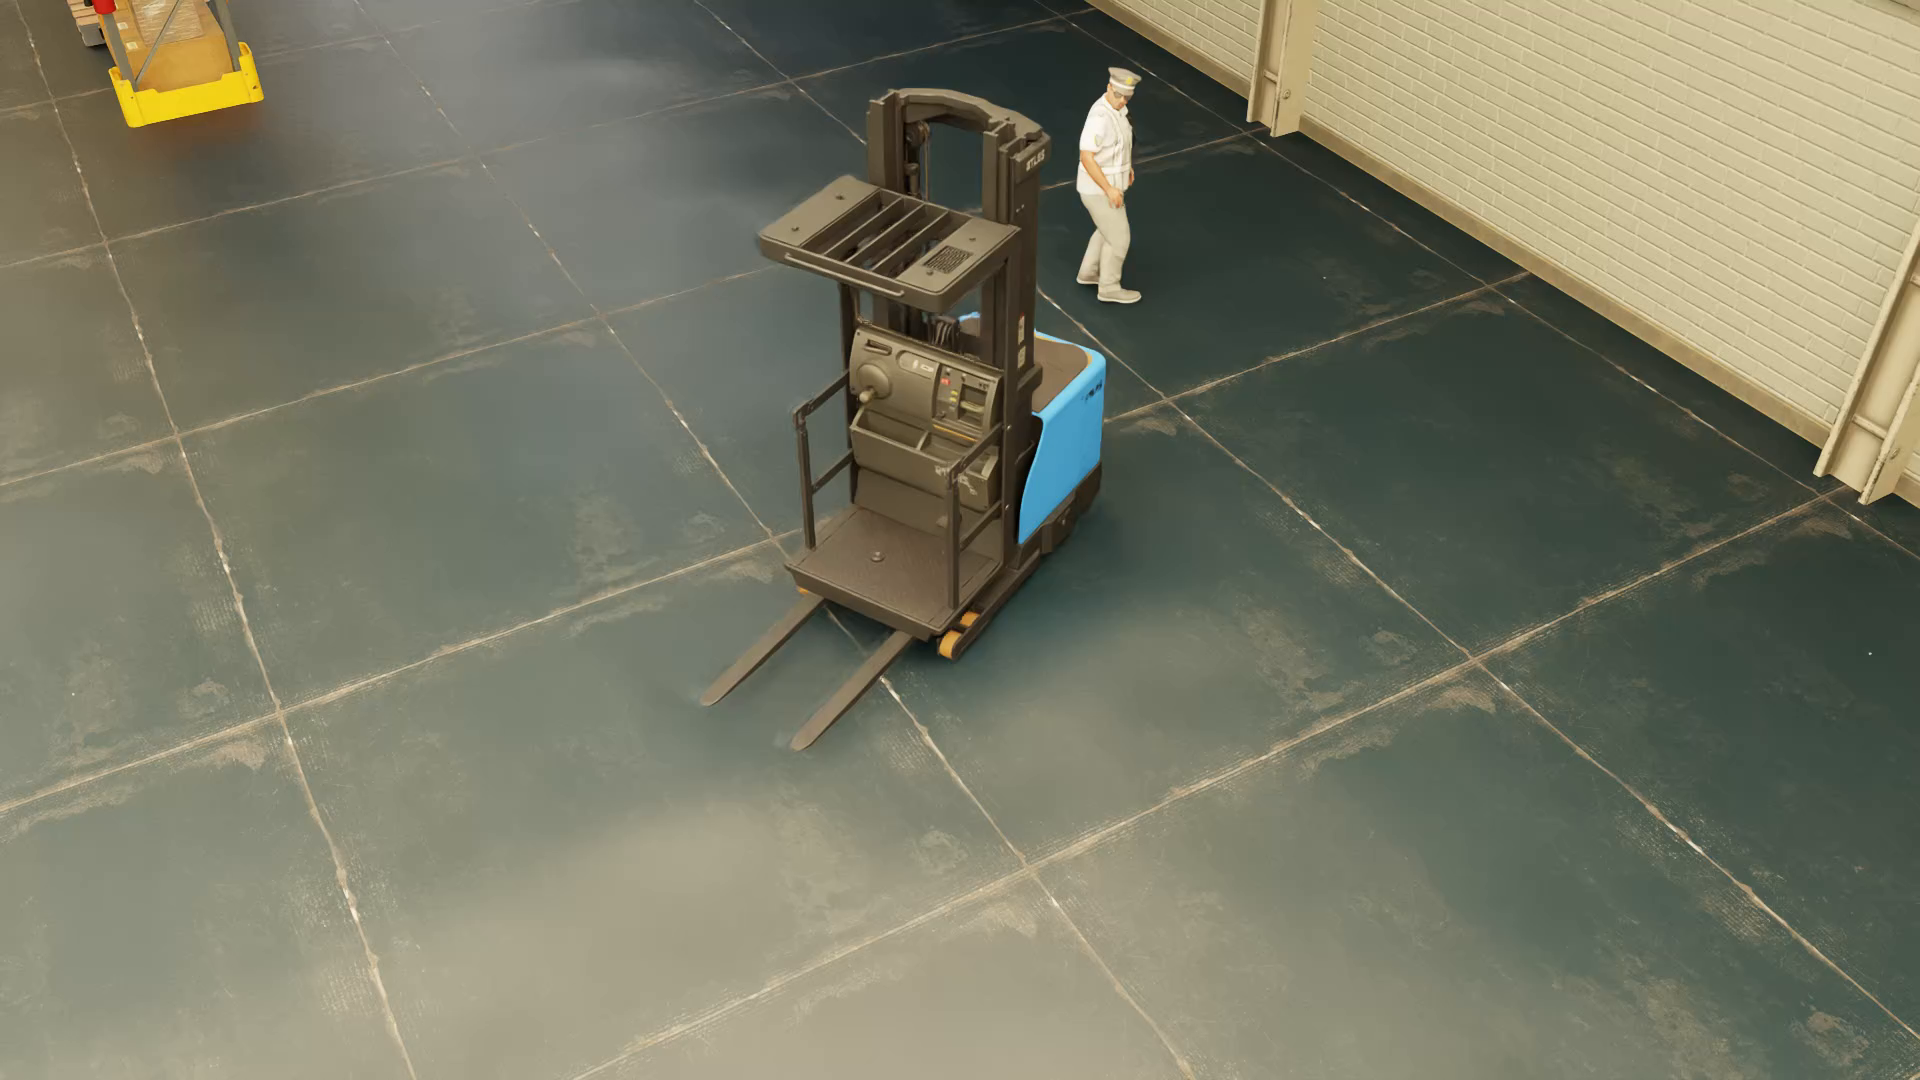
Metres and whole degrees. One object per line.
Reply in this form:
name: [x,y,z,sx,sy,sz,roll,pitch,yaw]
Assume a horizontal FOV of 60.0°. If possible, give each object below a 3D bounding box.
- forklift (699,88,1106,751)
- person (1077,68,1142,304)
forklift: [-0.315,-0.789,8.987,1.130,2.935,3.031,22,44,24]
person: [1.124,-2.600,12.113,0.532,1.733,0.732,6,40,7]
